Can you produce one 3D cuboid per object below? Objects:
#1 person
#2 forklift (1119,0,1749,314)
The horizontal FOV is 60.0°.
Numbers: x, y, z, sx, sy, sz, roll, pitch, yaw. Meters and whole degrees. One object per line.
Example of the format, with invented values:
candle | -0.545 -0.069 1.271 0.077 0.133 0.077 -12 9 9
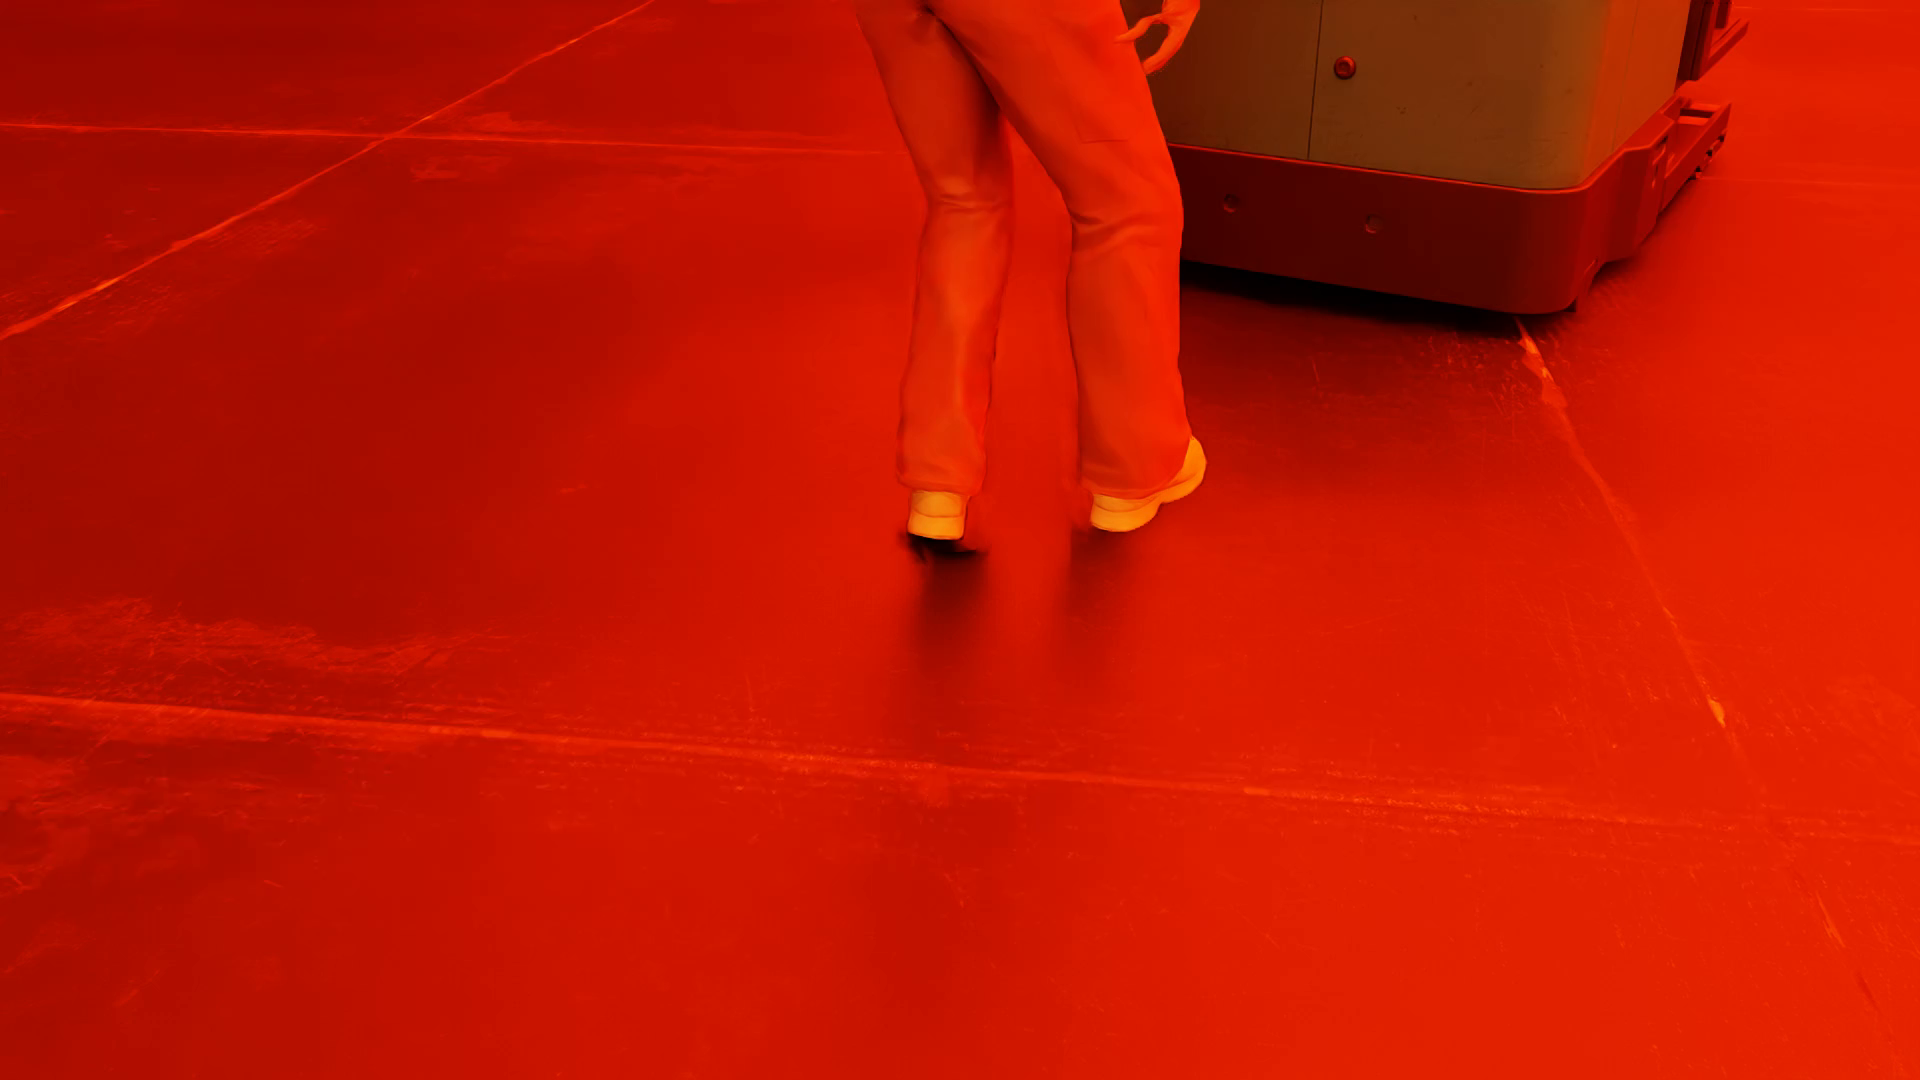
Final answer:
person | 0.087 -0.787 2.252 0.606 1.650 0.608 18 31 31
forklift | 1.461 -2.365 3.957 1.130 2.935 3.031 15 30 27
